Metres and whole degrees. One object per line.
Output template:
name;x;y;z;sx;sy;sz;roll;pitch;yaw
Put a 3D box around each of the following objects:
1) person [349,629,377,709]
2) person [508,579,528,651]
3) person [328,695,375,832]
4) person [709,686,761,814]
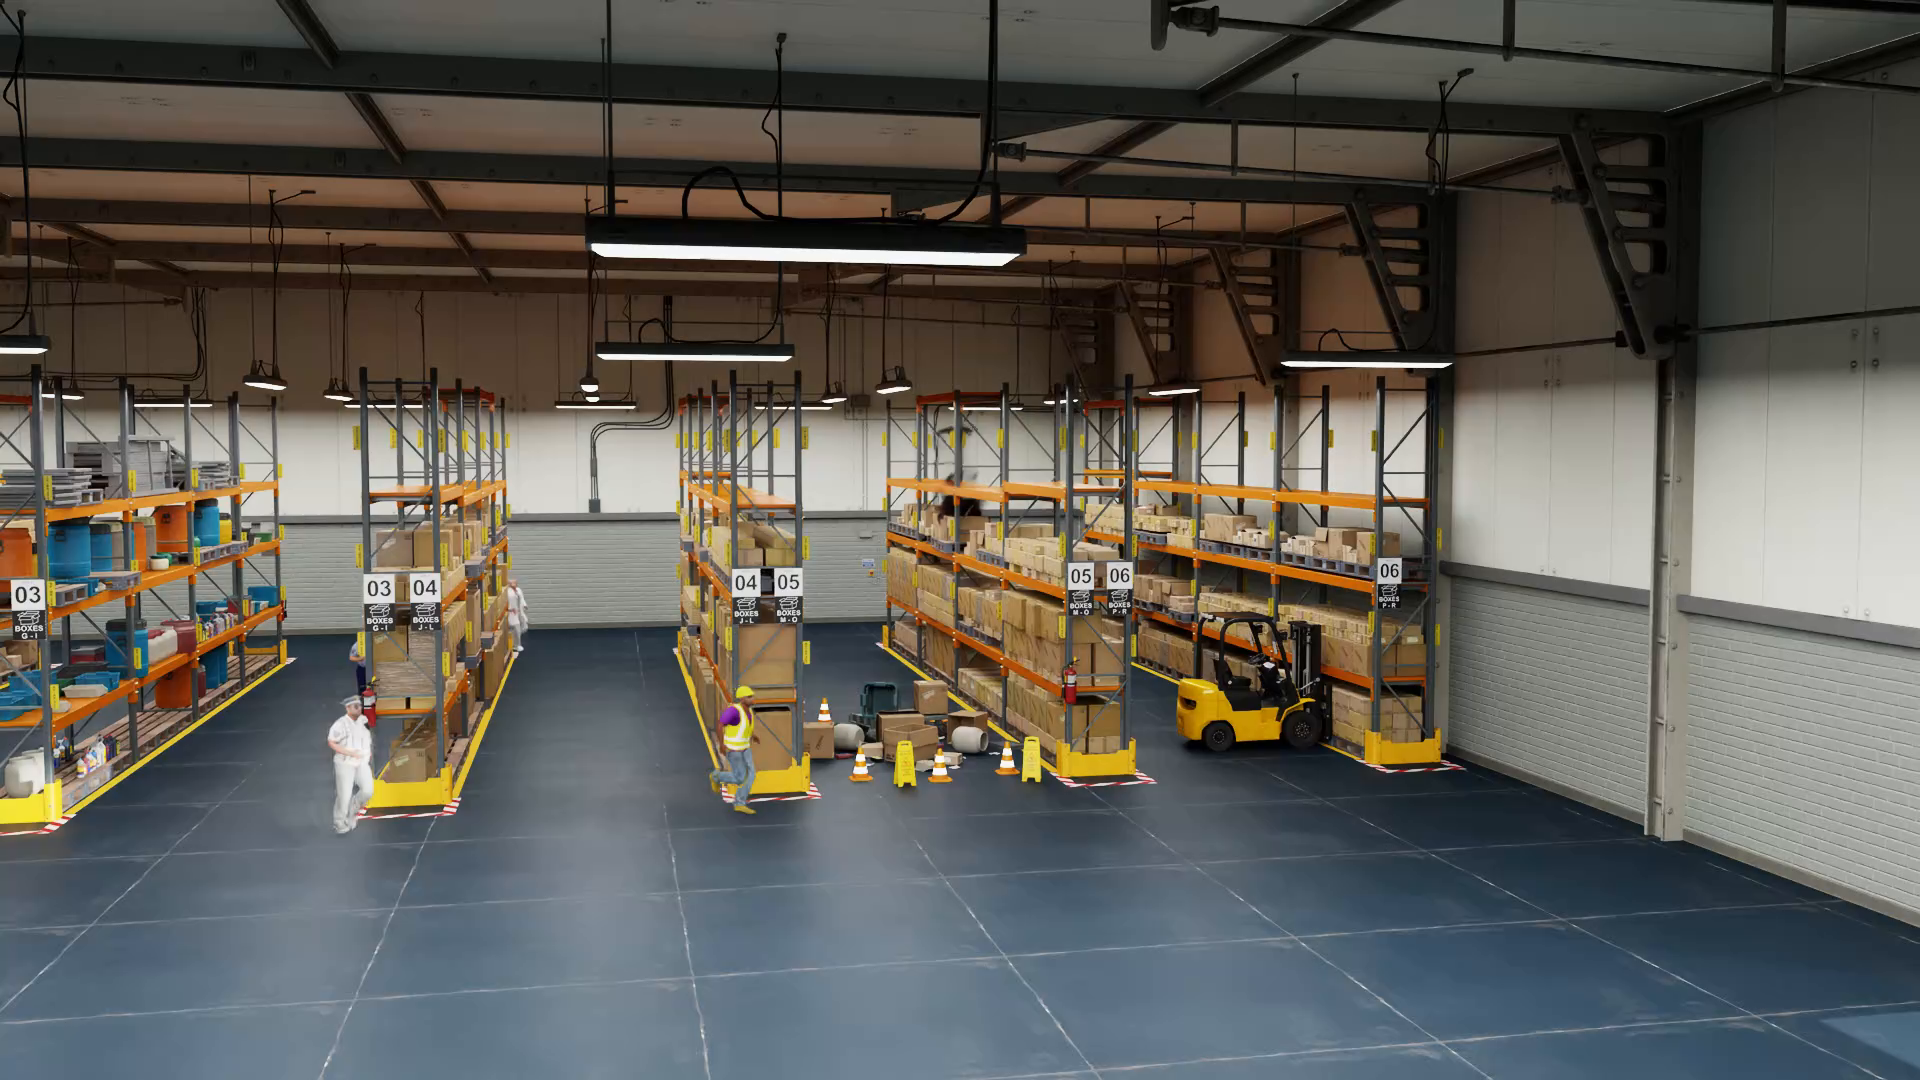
person;-10.593;2.388;29.725;0.598;1.652;0.933;-1;4;-20
person;-10.685;1.781;39.732;0.615;1.731;0.738;2;4;34
person;-7.755;2.858;21.352;0.618;1.749;0.691;3;4;38
person;-3.062;2.826;22.500;0.710;1.722;0.734;2;4;25
